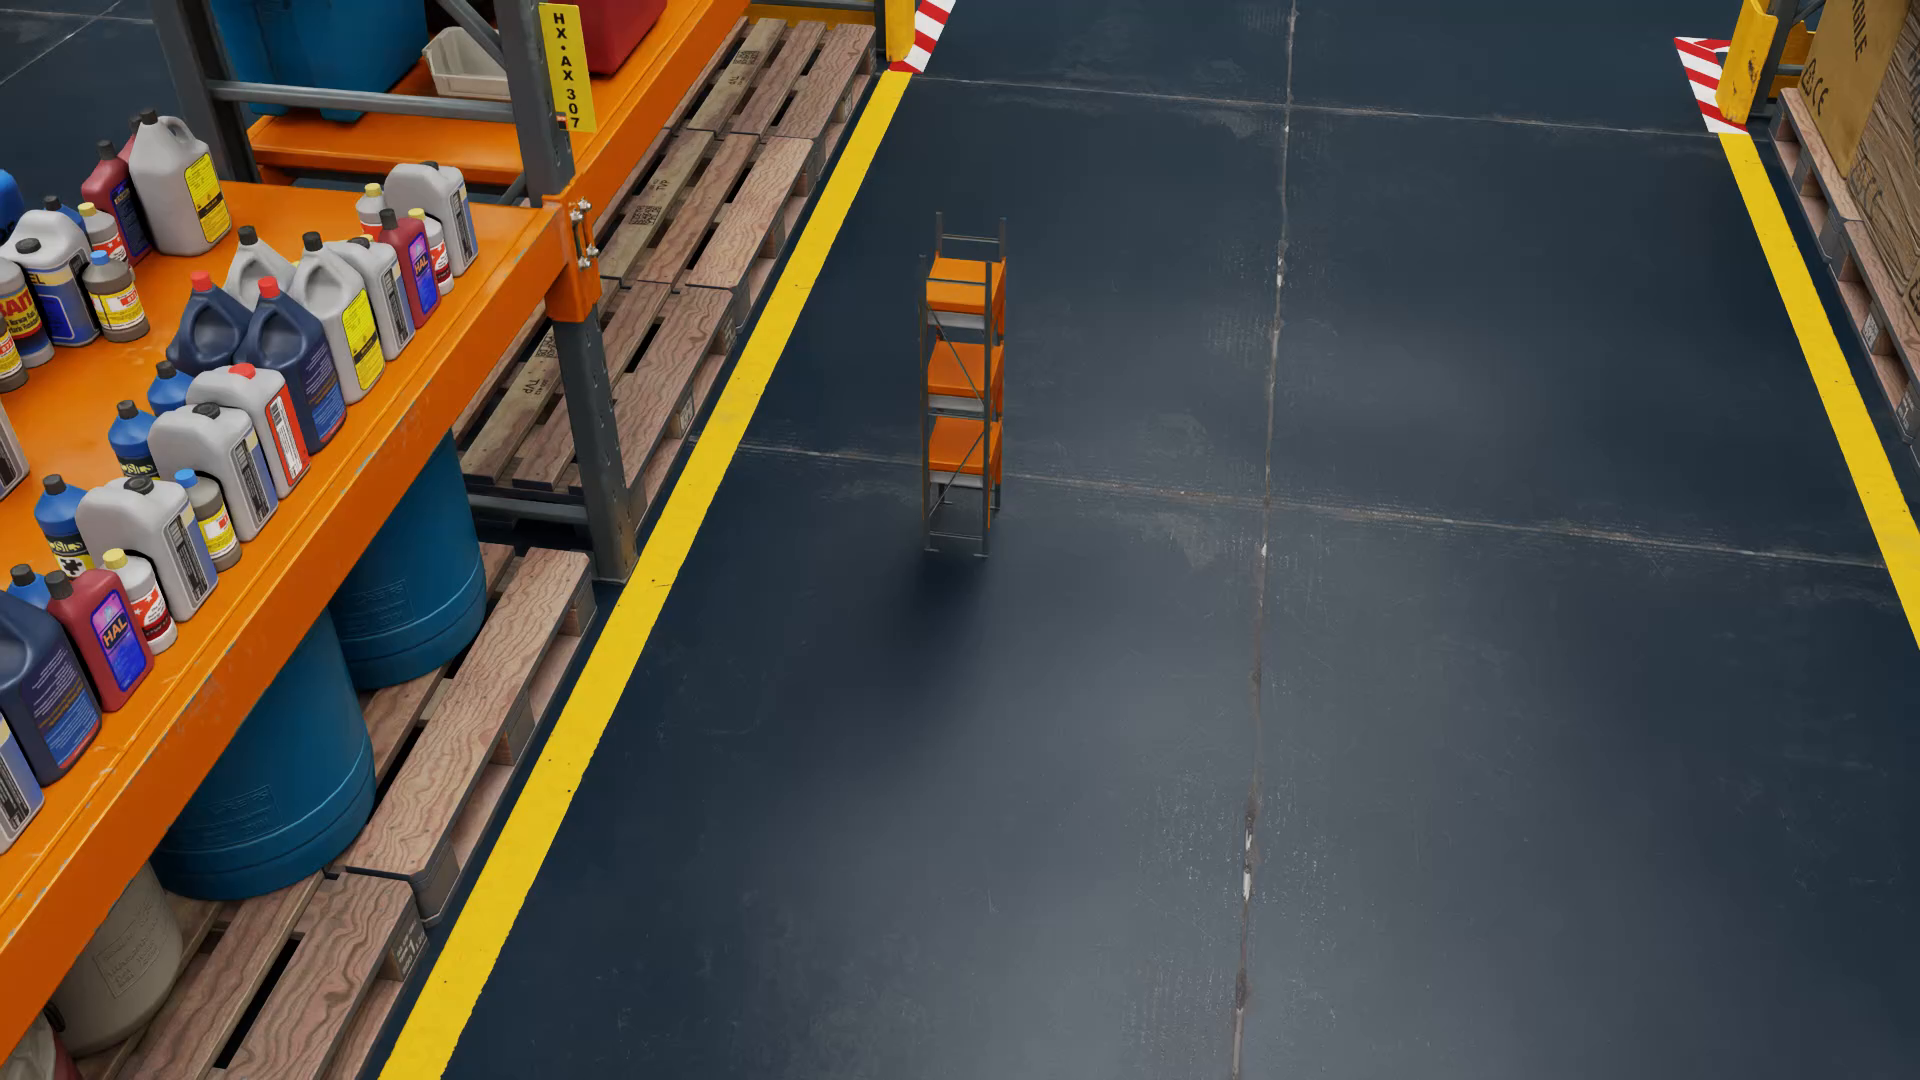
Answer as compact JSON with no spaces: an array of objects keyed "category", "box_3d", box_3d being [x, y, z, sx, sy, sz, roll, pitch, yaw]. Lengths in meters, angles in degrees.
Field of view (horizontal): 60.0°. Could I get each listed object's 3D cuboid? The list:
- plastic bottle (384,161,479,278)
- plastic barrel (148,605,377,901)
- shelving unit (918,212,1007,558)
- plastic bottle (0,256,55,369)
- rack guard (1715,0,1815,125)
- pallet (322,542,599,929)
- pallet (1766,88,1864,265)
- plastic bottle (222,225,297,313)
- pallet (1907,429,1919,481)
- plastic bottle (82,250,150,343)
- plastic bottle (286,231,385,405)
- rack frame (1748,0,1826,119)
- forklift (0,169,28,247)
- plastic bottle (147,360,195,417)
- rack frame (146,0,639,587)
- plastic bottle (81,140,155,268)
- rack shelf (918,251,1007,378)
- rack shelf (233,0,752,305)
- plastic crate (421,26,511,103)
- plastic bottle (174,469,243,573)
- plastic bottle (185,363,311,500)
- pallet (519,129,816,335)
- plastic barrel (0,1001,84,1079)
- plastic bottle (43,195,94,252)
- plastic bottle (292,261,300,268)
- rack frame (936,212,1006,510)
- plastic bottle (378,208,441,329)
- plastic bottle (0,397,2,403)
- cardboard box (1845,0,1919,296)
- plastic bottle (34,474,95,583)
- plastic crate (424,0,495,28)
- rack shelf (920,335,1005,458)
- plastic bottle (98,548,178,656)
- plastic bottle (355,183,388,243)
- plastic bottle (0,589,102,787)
[{"category":"plastic bottle","box_3d":[-1.251,-0.777,3.934,0.152,0.276,0.135,6,40,8]},{"category":"plastic barrel","box_3d":[-1.735,0.323,3.823,0.600,0.901,0.708,6,40,8]},{"category":"shelving unit","box_3d":[0.009,-0.438,4.956,0.215,1.050,0.252,6,40,8]},{"category":"plastic bottle","box_3d":[-2.067,-0.511,3.615,0.097,0.271,0.097,0,40,0]},{"category":"rack guard","box_3d":[4.074,-2.124,7.427,1.175,0.500,0.348,6,40,8]},{"category":"pallet","box_3d":[-1.676,0.446,4.545,1.003,0.211,1.213,6,40,8]},{"category":"pallet","box_3d":[4.008,-1.487,6.883,1.003,0.211,1.213,6,40,8]},{"category":"plastic bottle","box_3d":[-1.480,-0.492,3.530,0.144,0.351,0.185,6,40,8]},{"category":"pallet","box_3d":[3.586,0.044,5.031,1.003,0.211,1.213,6,40,8]},{"category":"plastic bottle","box_3d":[-1.894,-0.552,3.719,0.097,0.201,0.097,0,40,0]},{"category":"plastic bottle","box_3d":[-1.338,-0.476,3.511,0.144,0.351,0.185,6,40,8]},{"category":"rack frame","box_3d":[4.069,-3.072,6.612,1.000,3.000,0.127,6,40,8]},{"category":"forklift","box_3d":[-3.621,-0.565,3.633,1.130,2.935,3.031,9,40,11]},{"category":"plastic bottle","box_3d":[-1.527,-0.232,3.278,0.097,0.271,0.097,0,40,0]},{"category":"rack frame","box_3d":[-1.501,-1.108,4.236,1.000,3.000,0.127,6,40,8]},{"category":"plastic bottle","box_3d":[-2.008,-0.796,3.951,0.061,0.283,0.133,6,40,8]},{"category":"rack shelf","box_3d":[0.009,-0.649,4.782,0.215,0.259,0.240,6,40,8]},{"category":"rack shelf","box_3d":[-1.155,-2.086,5.984,1.077,0.370,4.000,6,40,8]},{"category":"plastic crate","box_3d":[-1.280,-1.306,4.636,0.396,0.136,0.243,6,40,8]},{"category":"plastic bottle","box_3d":[-1.418,-0.043,3.103,0.097,0.201,0.097,0,40,0]},{"category":"plastic bottle","box_3d":[-1.401,-0.232,3.274,0.152,0.276,0.135,6,40,8]},{"category":"pallet","box_3d":[-1.203,-1.267,6.617,1.003,0.211,1.213,6,40,8]},{"category":"plastic barrel","box_3d":[-1.930,1.152,3.066,0.600,0.588,0.708,6,40,8]},{"category":"plastic bottle","box_3d":[-2.027,-0.656,3.791,0.097,0.271,0.097,0,40,0]},{"category":"plastic bottle","box_3d":[-1.440,-0.522,3.683,0.097,0.201,0.097,0,40,0]},{"category":"rack frame","box_3d":[0.030,-0.515,5.049,0.200,1.050,0.008,6,40,8]},{"category":"plastic bottle","box_3d":[-1.246,-0.630,3.750,0.061,0.283,0.133,6,40,8]},{"category":"plastic bottle","box_3d":[-2.100,-0.362,3.489,0.097,0.201,0.097,0,40,0]},{"category":"cardboard box","box_3d":[3.880,-1.434,5.968,0.875,0.875,0.875,6,40,8]},{"category":"plastic bottle","box_3d":[-1.591,-0.002,2.999,0.097,0.271,0.097,0,40,0]},{"category":"plastic crate","box_3d":[-1.572,-1.757,5.190,0.437,0.125,0.590,6,40,8]},{"category":"rack shelf","box_3d":[0.009,-0.430,4.963,0.215,0.259,0.240,6,40,8]},{"category":"plastic bottle","box_3d":[-1.458,0.103,2.927,0.097,0.201,0.097,0,40,0]},{"category":"plastic bottle","box_3d":[-1.377,-0.751,3.960,0.097,0.201,0.097,0,40,0]},{"category":"plastic bottle","box_3d":[-1.528,0.215,2.675,0.144,0.351,0.185,6,40,8]}]
